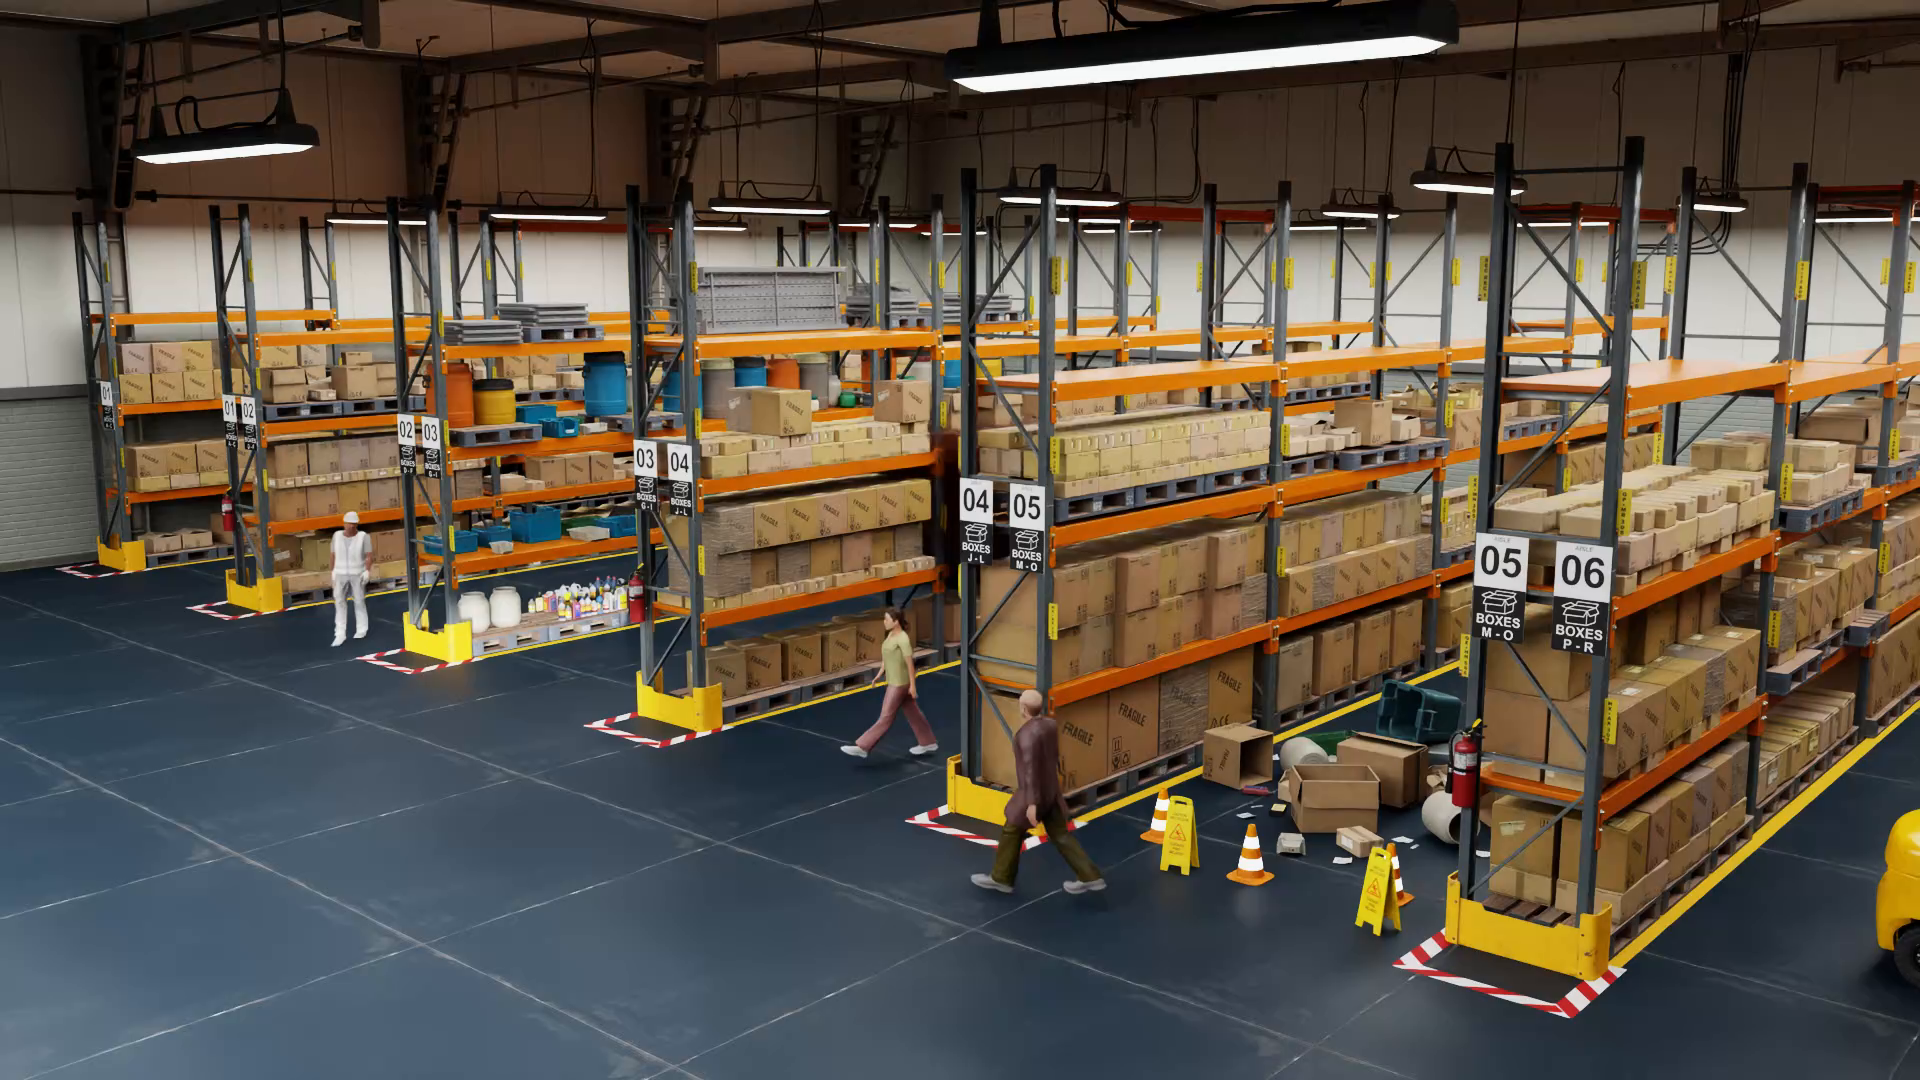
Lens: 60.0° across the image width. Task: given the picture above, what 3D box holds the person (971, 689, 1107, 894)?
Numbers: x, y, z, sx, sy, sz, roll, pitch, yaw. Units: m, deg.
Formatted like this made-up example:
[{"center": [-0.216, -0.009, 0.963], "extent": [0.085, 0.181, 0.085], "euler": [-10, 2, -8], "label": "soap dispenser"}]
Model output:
[{"center": [0.654, 2.081, 13.584], "extent": [1.141, 1.715, 0.644], "euler": [5, 10, 25], "label": "person"}]

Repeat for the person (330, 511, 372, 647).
[{"center": [-8.379, 0.518, 22.831], "extent": [0.576, 1.794, 0.692], "euler": [-2, 10, -9], "label": "person"}]

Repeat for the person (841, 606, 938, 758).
[{"center": [-0.744, 1.482, 17.384], "extent": [1.073, 1.614, 0.470], "euler": [-2, 10, -12], "label": "person"}]
